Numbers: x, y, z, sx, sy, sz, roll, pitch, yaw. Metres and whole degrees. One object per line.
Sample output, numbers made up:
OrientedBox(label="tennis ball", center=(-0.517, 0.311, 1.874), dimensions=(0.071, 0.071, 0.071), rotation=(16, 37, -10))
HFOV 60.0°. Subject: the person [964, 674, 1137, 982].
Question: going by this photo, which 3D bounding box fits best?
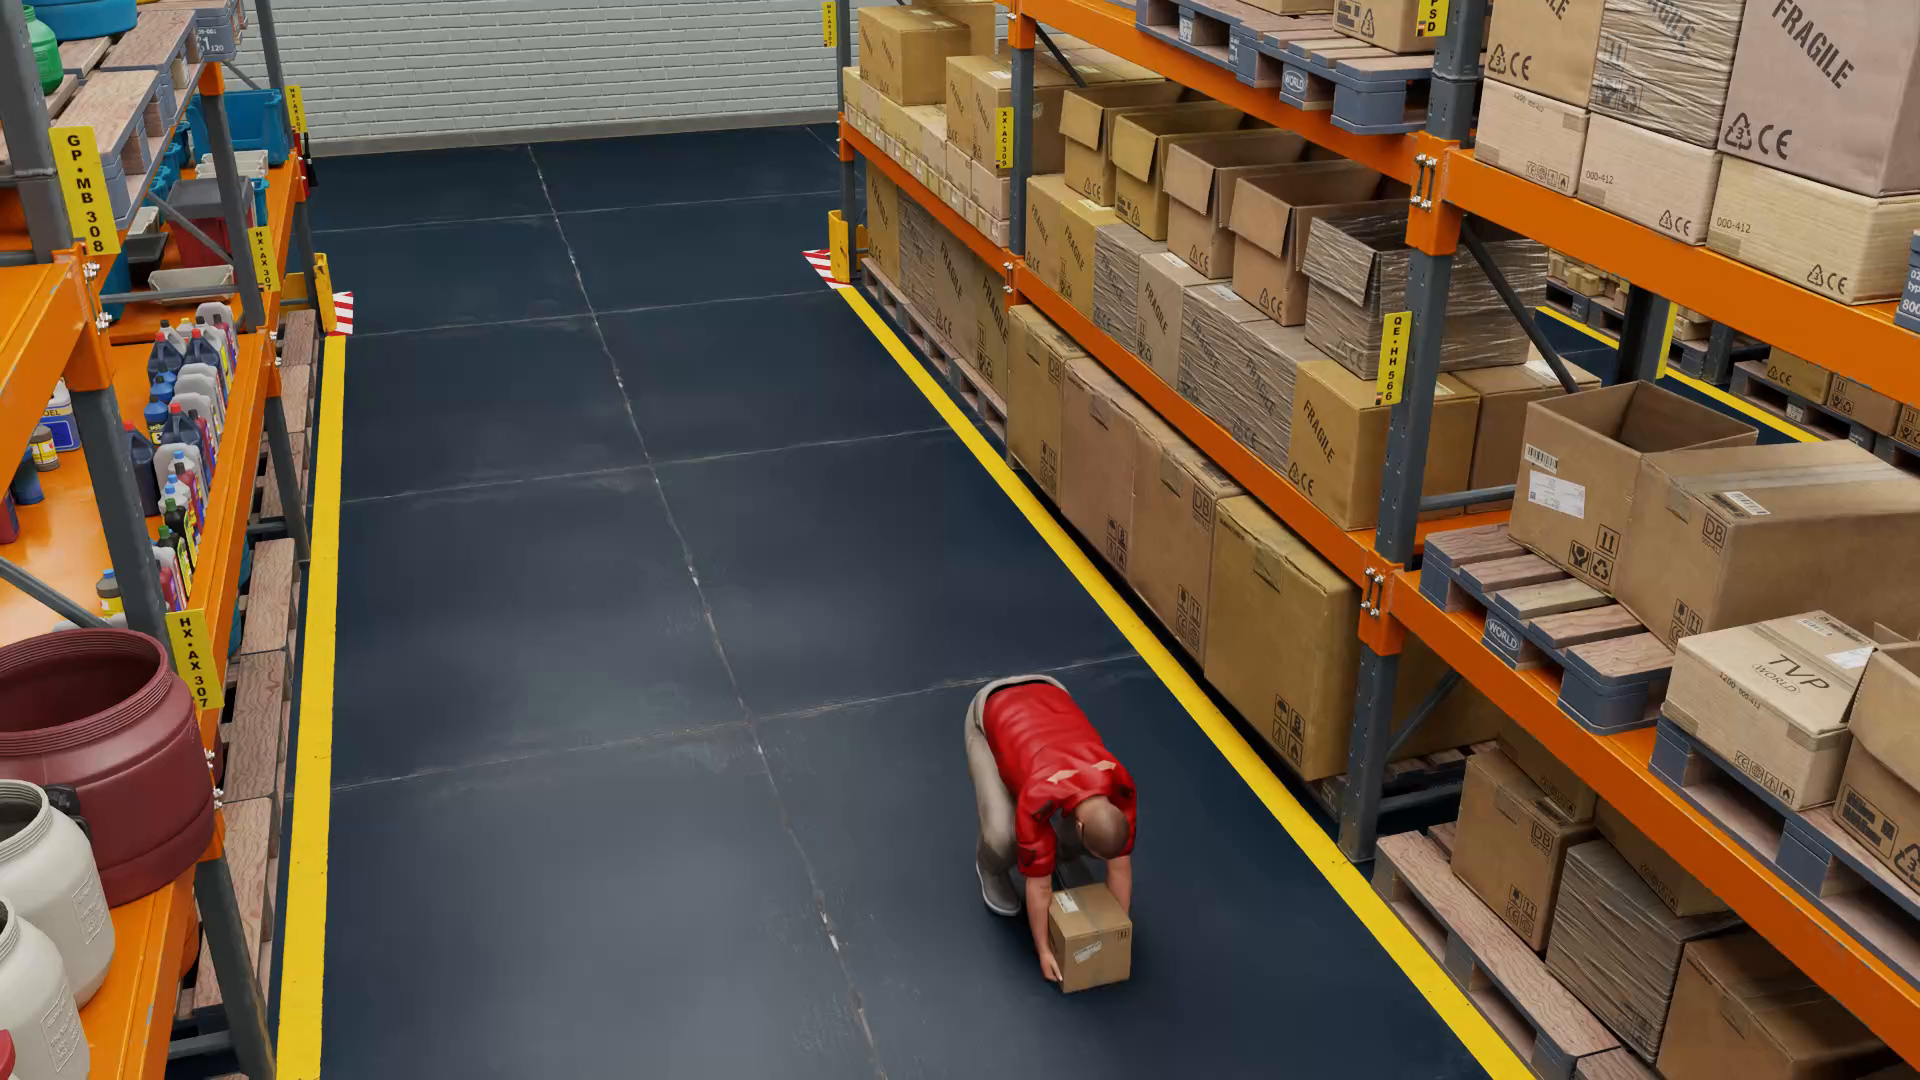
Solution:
OrientedBox(label="person", center=(0.344, 1.026, 6.065), dimensions=(0.545, 0.855, 0.957), rotation=(-9, 28, -18))
